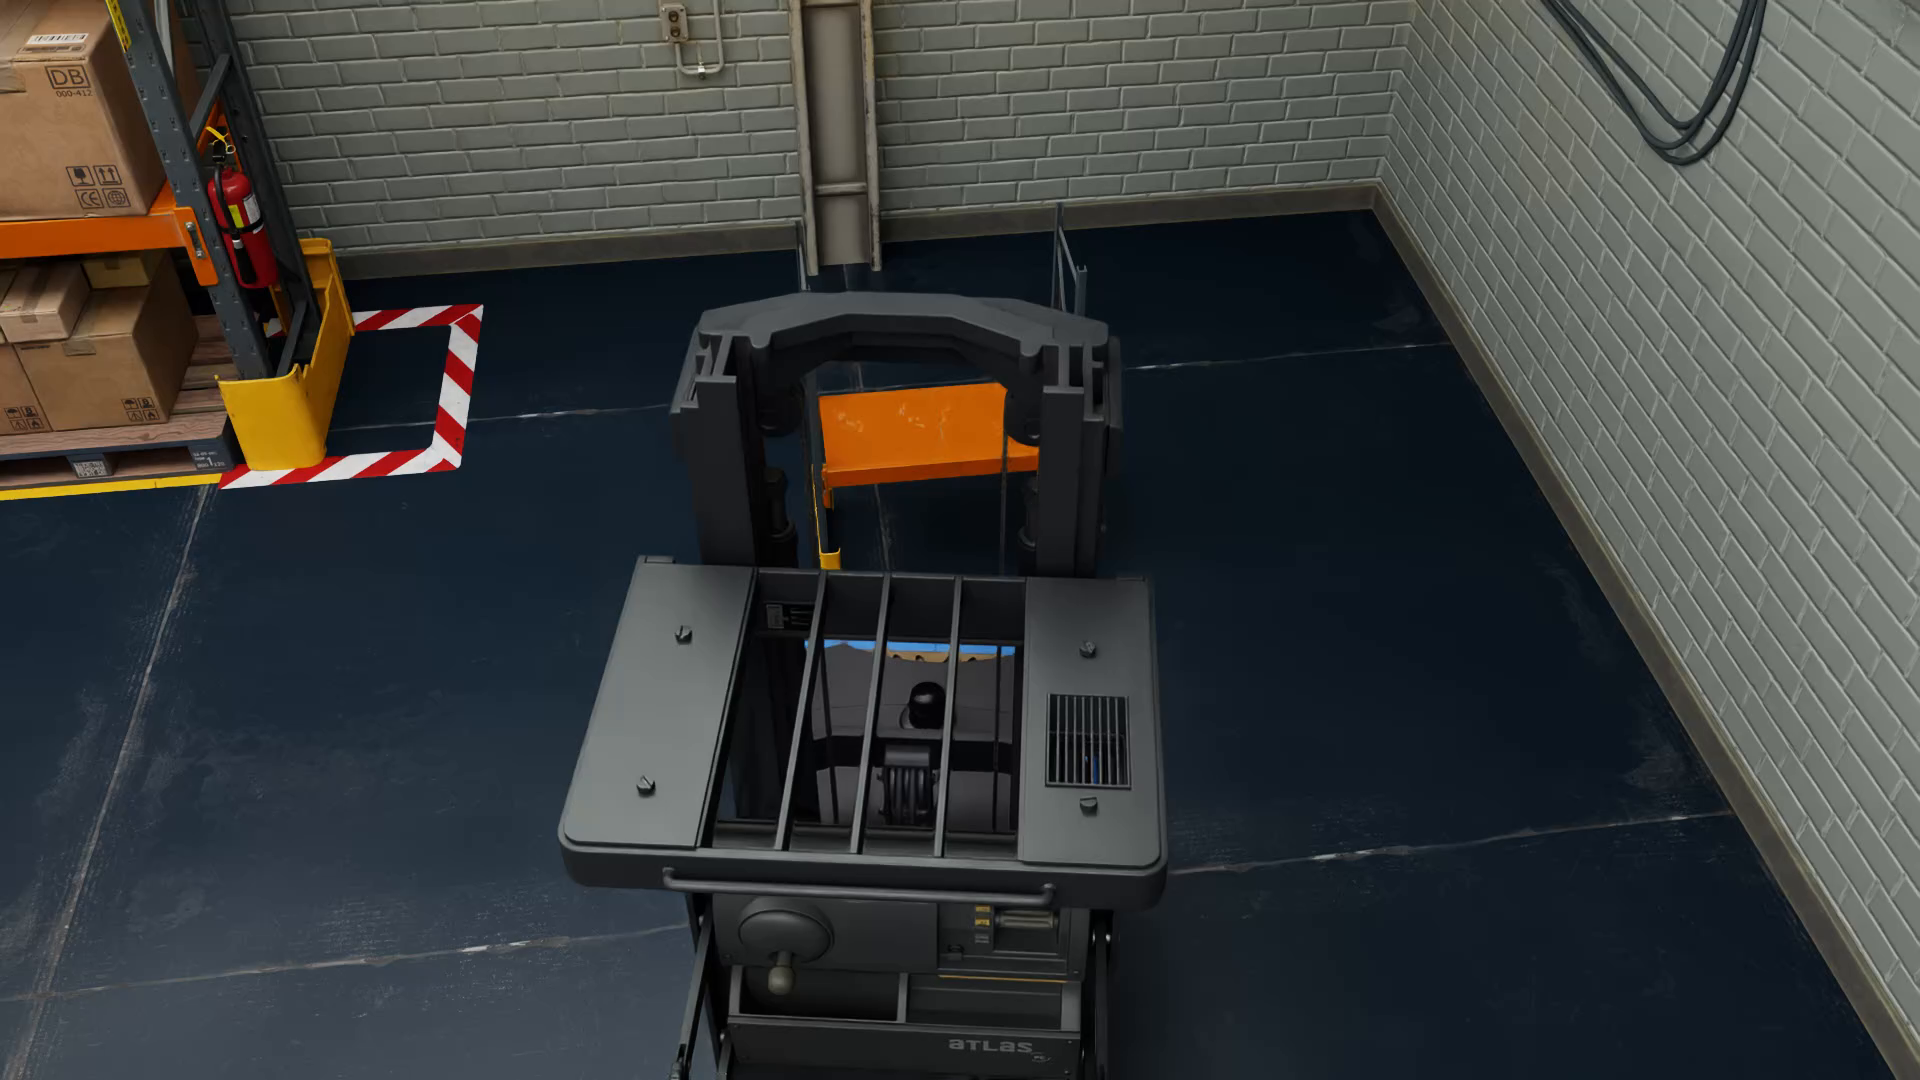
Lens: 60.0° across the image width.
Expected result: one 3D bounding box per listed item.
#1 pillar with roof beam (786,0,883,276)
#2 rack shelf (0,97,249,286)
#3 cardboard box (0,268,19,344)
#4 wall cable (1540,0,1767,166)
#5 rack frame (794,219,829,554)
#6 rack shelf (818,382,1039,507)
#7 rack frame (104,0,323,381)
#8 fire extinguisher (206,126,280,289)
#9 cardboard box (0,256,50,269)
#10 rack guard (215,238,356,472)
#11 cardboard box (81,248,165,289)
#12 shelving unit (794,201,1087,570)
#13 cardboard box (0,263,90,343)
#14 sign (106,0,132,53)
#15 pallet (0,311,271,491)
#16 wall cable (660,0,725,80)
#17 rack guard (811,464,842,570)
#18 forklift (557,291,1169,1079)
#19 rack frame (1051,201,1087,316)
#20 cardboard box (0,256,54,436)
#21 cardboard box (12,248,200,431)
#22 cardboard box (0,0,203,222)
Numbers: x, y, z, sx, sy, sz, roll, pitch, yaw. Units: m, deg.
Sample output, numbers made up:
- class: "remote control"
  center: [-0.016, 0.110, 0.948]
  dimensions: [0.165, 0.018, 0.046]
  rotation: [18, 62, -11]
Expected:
- class: "pillar with roof beam"
  center: [-0.070, -2.000, 2.749]
  dimensions: [0.400, 9.000, 9.100]
  rotation: [-5, 42, -6]
- class: "rack shelf"
  center: [-5.176, -1.382, 7.080]
  dimensions: [4.000, 0.370, 1.077]
  rotation: [-5, 42, -6]
- class: "cardboard box"
  center: [-4.231, -1.009, 7.198]
  dimensions: [0.250, 0.149, 0.380]
  rotation: [-4, 42, -4]
- class: "wall cable"
  center: [2.462, -3.151, 6.343]
  dimensions: [0.112, 2.526, 3.097]
  rotation: [-5, 42, -6]
- class: "rack frame"
  center: [-0.589, -0.505, 6.691]
  dimensions: [0.032, 1.500, 0.500]
  rotation: [-5, 42, -6]
- class: "rack shelf"
  center: [-0.085, -0.416, 6.860]
  dimensions: [1.000, 0.185, 0.538]
  rotation: [-5, 42, -6]
- class: "rack frame"
  center: [-3.193, -1.823, 7.031]
  dimensions: [0.127, 3.000, 1.000]
  rotation: [-5, 42, -6]
- class: "fire extinguisher"
  center: [-2.983, -1.362, 6.857]
  dimensions: [0.183, 0.674, 0.296]
  rotation: [-5, 42, -6]
- class: "cardboard box"
  center: [-4.278, -1.263, 7.479]
  dimensions: [0.250, 0.149, 0.380]
  rotation: [-5, 42, -5]
- class: "rack guard"
  center: [-3.169, -0.897, 7.871]
  dimensions: [0.348, 0.500, 1.175]
  rotation: [-5, 42, -6]
- class: "cardboard box"
  center: [-3.776, -1.308, 7.529]
  dimensions: [0.250, 0.149, 0.380]
  rotation: [-5, 42, -5]
- class: "shelving unit"
  center: [-0.076, -0.550, 6.740]
  dimensions: [1.083, 1.500, 0.587]
  rotation: [-5, 42, -6]
- class: "cardboard box"
  center: [-3.978, -1.032, 7.223]
  dimensions: [0.250, 0.149, 0.380]
  rotation: [-5, 42, -6]
- class: "sign"
  center: [-3.136, -1.979, 6.163]
  dimensions: [0.005, 0.325, 0.100]
  rotation: [-5, 42, -6]
- class: "pallet"
  center: [-3.976, -0.666, 7.831]
  dimensions: [1.213, 0.211, 1.003]
  rotation: [-5, 42, -6]
- class: "wall cable"
  center: [-2.046, -2.939, 7.511]
  dimensions: [1.851, 1.984, 0.084]
  rotation: [-5, 42, -6]
- class: "rack guard"
  center: [-0.569, -0.043, 7.111]
  dimensions: [0.087, 0.250, 0.587]
  rotation: [-5, 42, -6]
- class: "forklift"
  center: [-0.154, 1.017, 3.934]
  dimensions: [1.130, 2.935, 3.031]
  rotation: [2, 42, 2]
- class: "rack frame"
  center: [0.419, -0.594, 6.788]
  dimensions: [0.032, 1.500, 0.500]
  rotation: [-5, 42, -6]
- class: "cardboard box"
  center: [-4.370, -0.880, 7.538]
  dimensions: [0.500, 0.500, 0.700]
  rotation: [-5, 42, -6]
- class: "cardboard box"
  center: [-3.874, -0.923, 7.587]
  dimensions: [0.500, 0.500, 0.700]
  rotation: [-5, 42, -6]
- class: "cardboard box"
  center: [-3.697, -1.883, 6.874]
  dimensions: [0.700, 0.700, 0.980]
  rotation: [-3, 42, -4]
